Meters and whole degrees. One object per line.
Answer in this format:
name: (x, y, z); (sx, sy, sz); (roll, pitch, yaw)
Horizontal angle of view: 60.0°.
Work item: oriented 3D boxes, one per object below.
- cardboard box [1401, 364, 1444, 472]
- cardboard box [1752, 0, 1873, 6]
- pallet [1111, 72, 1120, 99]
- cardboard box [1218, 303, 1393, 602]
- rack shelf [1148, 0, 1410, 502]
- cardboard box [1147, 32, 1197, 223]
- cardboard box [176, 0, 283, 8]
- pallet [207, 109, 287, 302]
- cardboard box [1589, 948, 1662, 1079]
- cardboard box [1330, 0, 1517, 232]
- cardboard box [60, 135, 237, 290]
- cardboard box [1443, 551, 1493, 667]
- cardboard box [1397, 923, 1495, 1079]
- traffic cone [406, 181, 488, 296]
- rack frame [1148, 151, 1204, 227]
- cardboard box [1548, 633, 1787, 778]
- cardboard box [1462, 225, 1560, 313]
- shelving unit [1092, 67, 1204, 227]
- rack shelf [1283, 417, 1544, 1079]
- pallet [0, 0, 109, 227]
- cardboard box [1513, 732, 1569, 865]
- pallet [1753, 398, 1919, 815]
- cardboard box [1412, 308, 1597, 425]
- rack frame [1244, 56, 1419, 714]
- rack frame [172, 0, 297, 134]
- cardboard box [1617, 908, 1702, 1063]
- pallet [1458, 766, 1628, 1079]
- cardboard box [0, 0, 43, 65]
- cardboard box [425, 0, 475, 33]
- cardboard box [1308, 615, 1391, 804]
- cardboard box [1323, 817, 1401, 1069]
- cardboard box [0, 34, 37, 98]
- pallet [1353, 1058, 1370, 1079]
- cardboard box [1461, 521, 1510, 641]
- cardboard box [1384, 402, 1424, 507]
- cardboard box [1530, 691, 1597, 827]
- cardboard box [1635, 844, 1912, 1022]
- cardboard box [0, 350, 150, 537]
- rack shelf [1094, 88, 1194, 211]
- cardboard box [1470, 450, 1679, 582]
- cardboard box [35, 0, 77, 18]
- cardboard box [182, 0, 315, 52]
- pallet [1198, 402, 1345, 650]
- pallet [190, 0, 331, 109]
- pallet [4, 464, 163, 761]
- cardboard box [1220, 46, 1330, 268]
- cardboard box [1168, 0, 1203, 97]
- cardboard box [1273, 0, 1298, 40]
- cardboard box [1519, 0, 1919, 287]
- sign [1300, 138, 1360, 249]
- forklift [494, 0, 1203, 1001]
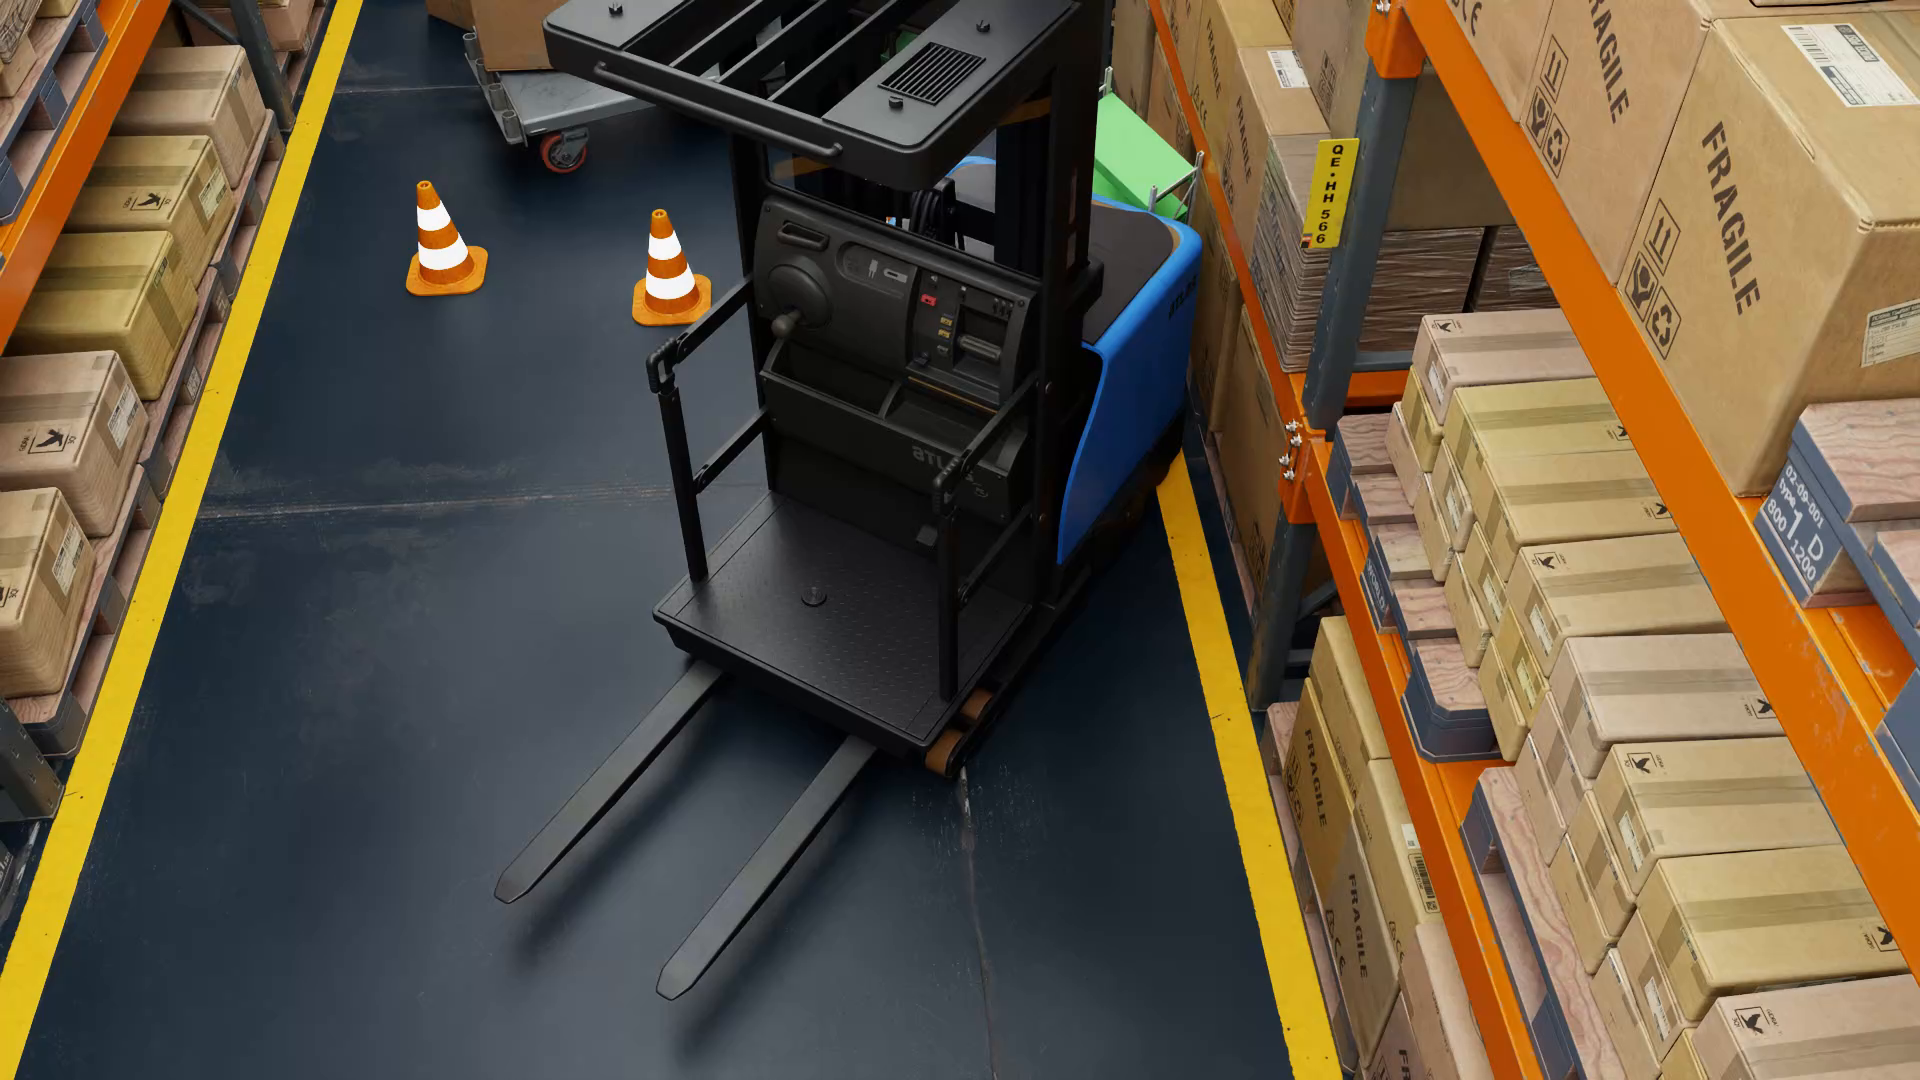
cardboard box: (1.329, -0.311, 4.157); (0.380, 0.149, 0.250); (-2, 47, -2)
cardboard box: (1.351, -0.977, 2.447); (0.396, 0.266, 0.258); (-3, 47, -3)
pallet: (1.293, -1.894, 7.898); (1.003, 0.211, 1.213); (-3, 47, -3)
cardboard box: (1.527, -0.329, 5.756); (1.050, 0.750, 0.750); (-4, 47, -4)
rack shelf: (1.321, -1.712, 6.301); (1.077, 0.370, 4.000); (-3, 47, -3)
cardboard box: (1.372, -1.635, 6.993); (1.050, 0.750, 0.750); (-3, 47, -3)
cardboard box: (-3.551, -2.932, 8.049); (0.500, 0.500, 0.500); (-1, 47, -1)
pallet: (-3.704, -1.510, 7.535); (1.003, 0.211, 1.213); (-3, 47, -3)
cardboard box: (1.458, 0.913, 3.203); (0.380, 0.149, 0.250); (-5, 47, -5)
cardboard box: (1.461, -1.216, 4.578); (0.700, 0.500, 0.500); (-4, 47, -4)
cardboard box: (-3.661, -1.374, 7.006); (0.950, 0.372, 0.625); (-1, 47, -1)
cardboard box: (1.370, 0.155, 3.921); (0.380, 0.149, 0.250); (-1, 47, -1)
cardboard box: (1.376, 1.184, 3.978); (0.500, 0.250, 0.500); (-3, 47, -3)
traffic cone: (-2.272, -1.348, 7.208); (0.336, 0.463, 0.334); (-3, 47, -3)
rack frame: (0.776, -1.057, 6.391); (0.240, 1.200, 0.015); (-37, 70, -14)
cardboard box: (1.421, 0.331, 3.345); (0.380, 0.149, 0.250); (-2, 47, -1)
cardboard box: (1.720, -0.888, 4.956); (0.500, 0.500, 0.500); (-3, 47, -3)
shelving unit: (0.621, -1.228, 6.471); (0.258, 1.200, 0.503); (-37, 70, -14)
rack shelf: (1.656, 1.182, 3.560); (1.077, 0.370, 4.000); (-3, 47, -3)
pallet: (-3.642, -1.502, 5.739); (1.003, 0.211, 1.213); (-3, 47, -3)
cardboard box: (1.419, 0.543, 3.554); (0.380, 0.149, 0.250); (-2, 47, -2)
pallet: (1.788, 0.212, 2.047); (1.213, 0.211, 1.003); (-3, 47, -3)
cardboard box: (1.334, -0.426, 4.061); (0.380, 0.149, 0.250); (-3, 47, -3)
rack frame: (1.488, -0.512, 4.669); (1.000, 3.000, 0.127); (-3, 47, -3)
rack frame: (-3.771, -3.032, 7.056); (1.000, 3.000, 0.127); (-3, 47, -3)
cardboard box: (1.464, 0.816, 3.090); (0.380, 0.149, 0.250); (-2, 47, -2)
pallet: (1.695, 0.983, 3.385); (1.003, 0.211, 1.213); (-3, 47, -3)
cardboard box: (-3.379, -1.882, 5.403); (0.500, 0.500, 0.500); (-5, 47, -5)
cardboard box: (-2.505, -3.032, 8.775); (0.500, 0.500, 0.500); (27, 52, 23)
cardboard box: (1.305, 0.459, 4.666); (0.500, 0.250, 0.500); (-5, 47, -5)
cardboard box: (1.339, 1.094, 4.581); (0.500, 0.500, 0.500); (-3, 47, -3)
cardboard box: (-3.365, -1.615, 5.597); (0.380, 0.149, 0.250); (-2, 47, -2)
pallet: (1.651, 1.893, 4.312); (1.003, 0.211, 1.213); (-3, 47, -3)
cardboard box: (1.379, 0.078, 3.789); (0.380, 0.149, 0.250); (-5, 47, -5)
cardboard box: (1.325, -0.234, 4.290); (0.380, 0.149, 0.250); (-4, 47, -4)
cardboard box: (1.420, 0.441, 3.445); (0.380, 0.149, 0.250); (-3, 47, -3)
cardboard box: (1.463, 0.703, 2.992); (0.380, 0.149, 0.250); (-4, 47, -4)
cardboard box: (-3.543, -0.322, 6.009); (0.950, 0.372, 0.625); (-4, 47, -4)
rack shelf: (0.614, -1.397, 6.090); (0.258, 0.148, 0.480); (-37, 70, -14)
cardboard box: (1.375, -0.057, 3.712); (0.380, 0.149, 0.250); (-4, 47, -4)
cardboard box: (-3.382, -1.996, 5.958); (0.380, 0.149, 0.250); (-4, 47, -3)
cardboard box: (-3.551, -2.674, 8.322); (0.500, 0.250, 0.500); (-5, 47, -5)
pallet: (1.497, -0.128, 6.226); (1.003, 0.211, 1.213); (-3, 47, -3)
pallet: (-3.862, -2.557, 8.526); (1.003, 0.211, 1.213); (-3, 47, -3)
pallet: (-3.500, 0.255, 5.863); (1.003, 0.211, 1.213); (-3, 47, -3)
cardboard box: (1.143, -1.217, 5.268); (0.500, 0.500, 0.500); (-3, 47, -3)
cardboard box: (1.054, -1.949, 5.961); (0.500, 0.500, 0.500); (-3, 47, -3)
cardboard box: (1.372, -1.953, 5.276); (0.700, 0.500, 0.500); (-4, 47, -4)
cardboard box: (1.320, -0.787, 2.795); (0.500, 0.500, 0.500); (-3, 47, -3)
sign: (0.935, -0.874, 4.215); (0.100, 0.325, 0.005); (-3, 47, -3)
forklift: (-0.324, -0.616, 4.815); (1.130, 2.935, 3.031); (24, 51, 21)
